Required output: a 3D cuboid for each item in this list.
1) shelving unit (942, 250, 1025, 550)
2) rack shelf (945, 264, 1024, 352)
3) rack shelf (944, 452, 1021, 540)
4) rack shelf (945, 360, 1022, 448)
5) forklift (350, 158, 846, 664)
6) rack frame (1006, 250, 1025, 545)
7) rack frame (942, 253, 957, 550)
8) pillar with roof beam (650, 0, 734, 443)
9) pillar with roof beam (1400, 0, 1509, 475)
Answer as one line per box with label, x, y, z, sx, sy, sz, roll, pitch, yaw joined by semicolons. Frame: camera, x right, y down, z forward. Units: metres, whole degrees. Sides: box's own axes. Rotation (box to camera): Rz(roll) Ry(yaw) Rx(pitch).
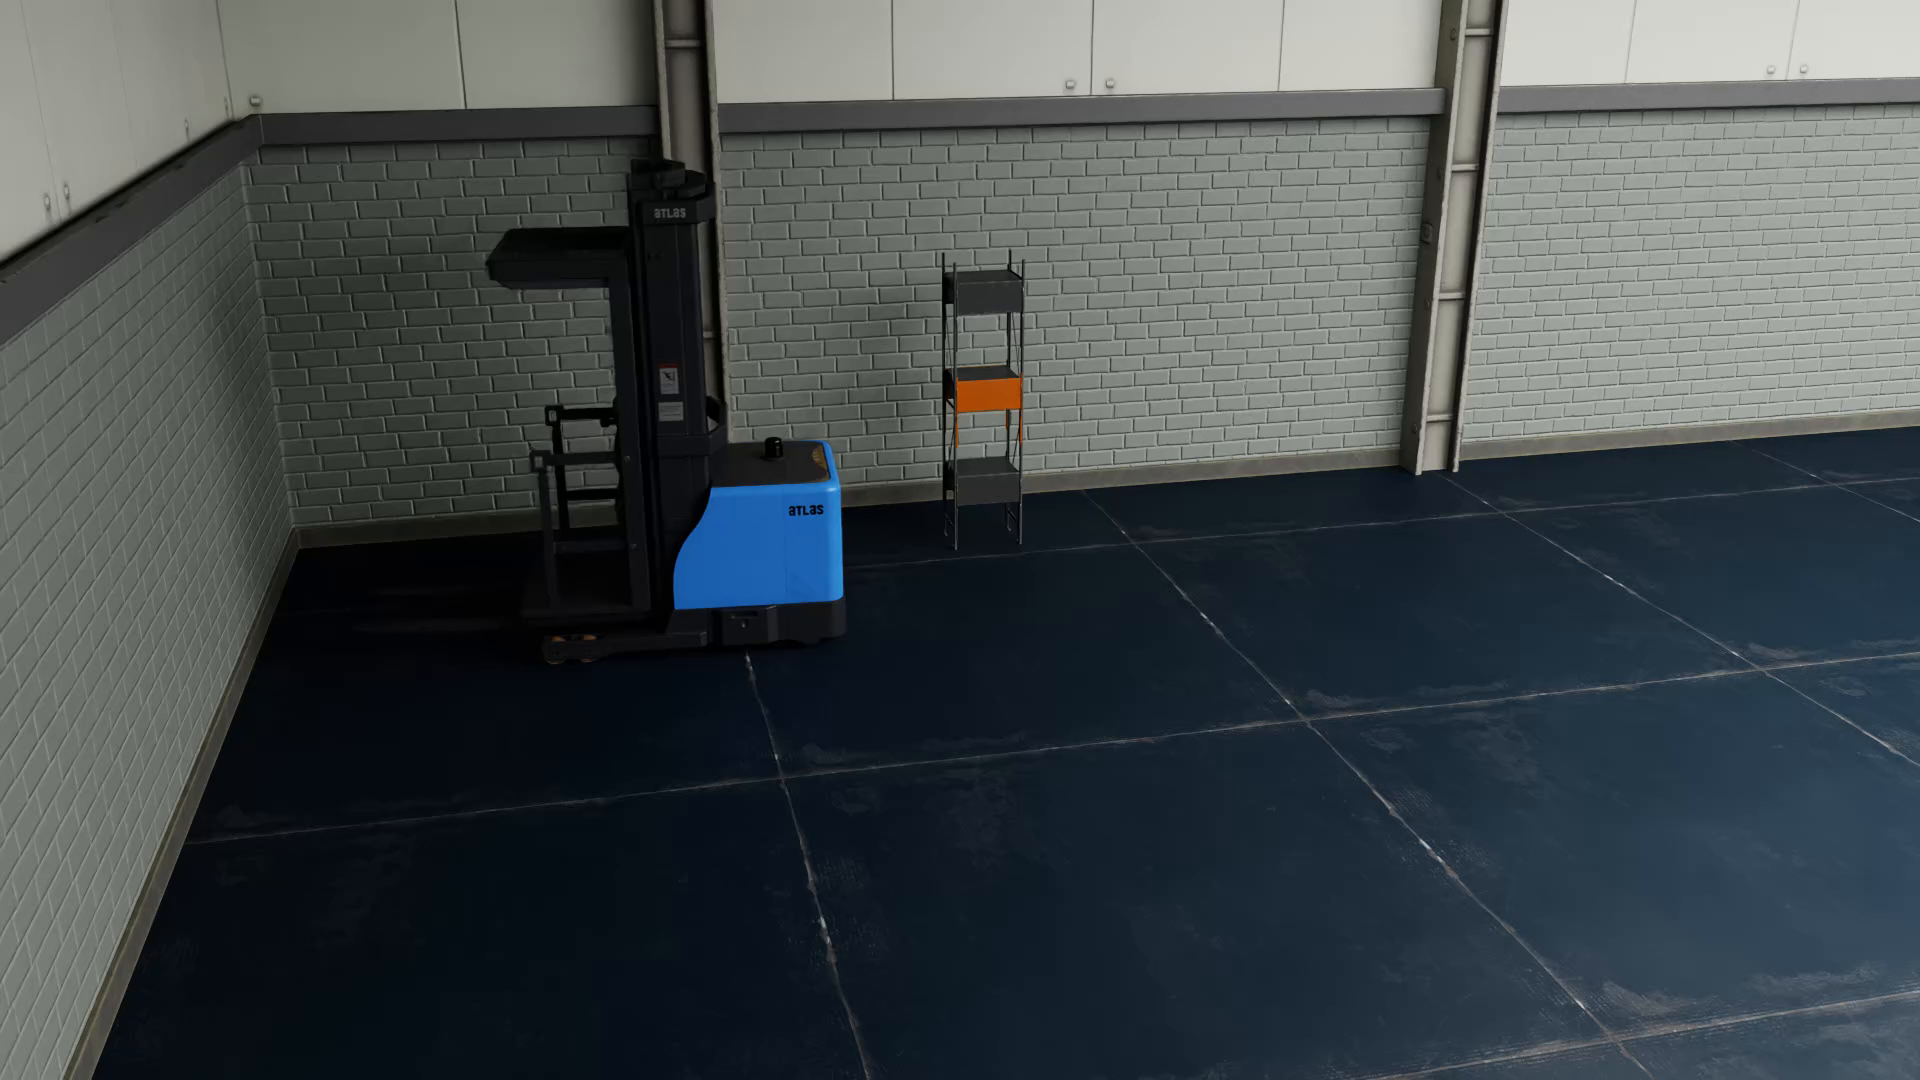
shelving unit;0.161;-0.999;11.989;0.503;2.100;0.431;-5;21;-12
rack shelf;0.161;-1.644;11.753;0.480;0.518;0.431;-5;21;-12
rack shelf;0.161;-0.329;12.235;0.480;0.518;0.431;-5;21;-12
rack shelf;0.161;-0.986;11.994;0.480;0.518;0.431;-5;21;-12
forklift;-2.280;-0.806;10.253;3.031;2.935;1.130;-3;20;-8
rack frame;0.399;-1.018;12.042;0.015;2.100;0.400;-5;21;-12
rack frame;-0.076;-0.980;11.936;0.015;2.100;0.400;-5;21;-12
pillar with roof beam;-0.916;-2.917;7.195;0.400;9.000;9.100;-5;21;-12
pillar with roof beam;4.923;-3.392;8.491;0.400;9.000;9.100;-5;21;-12
